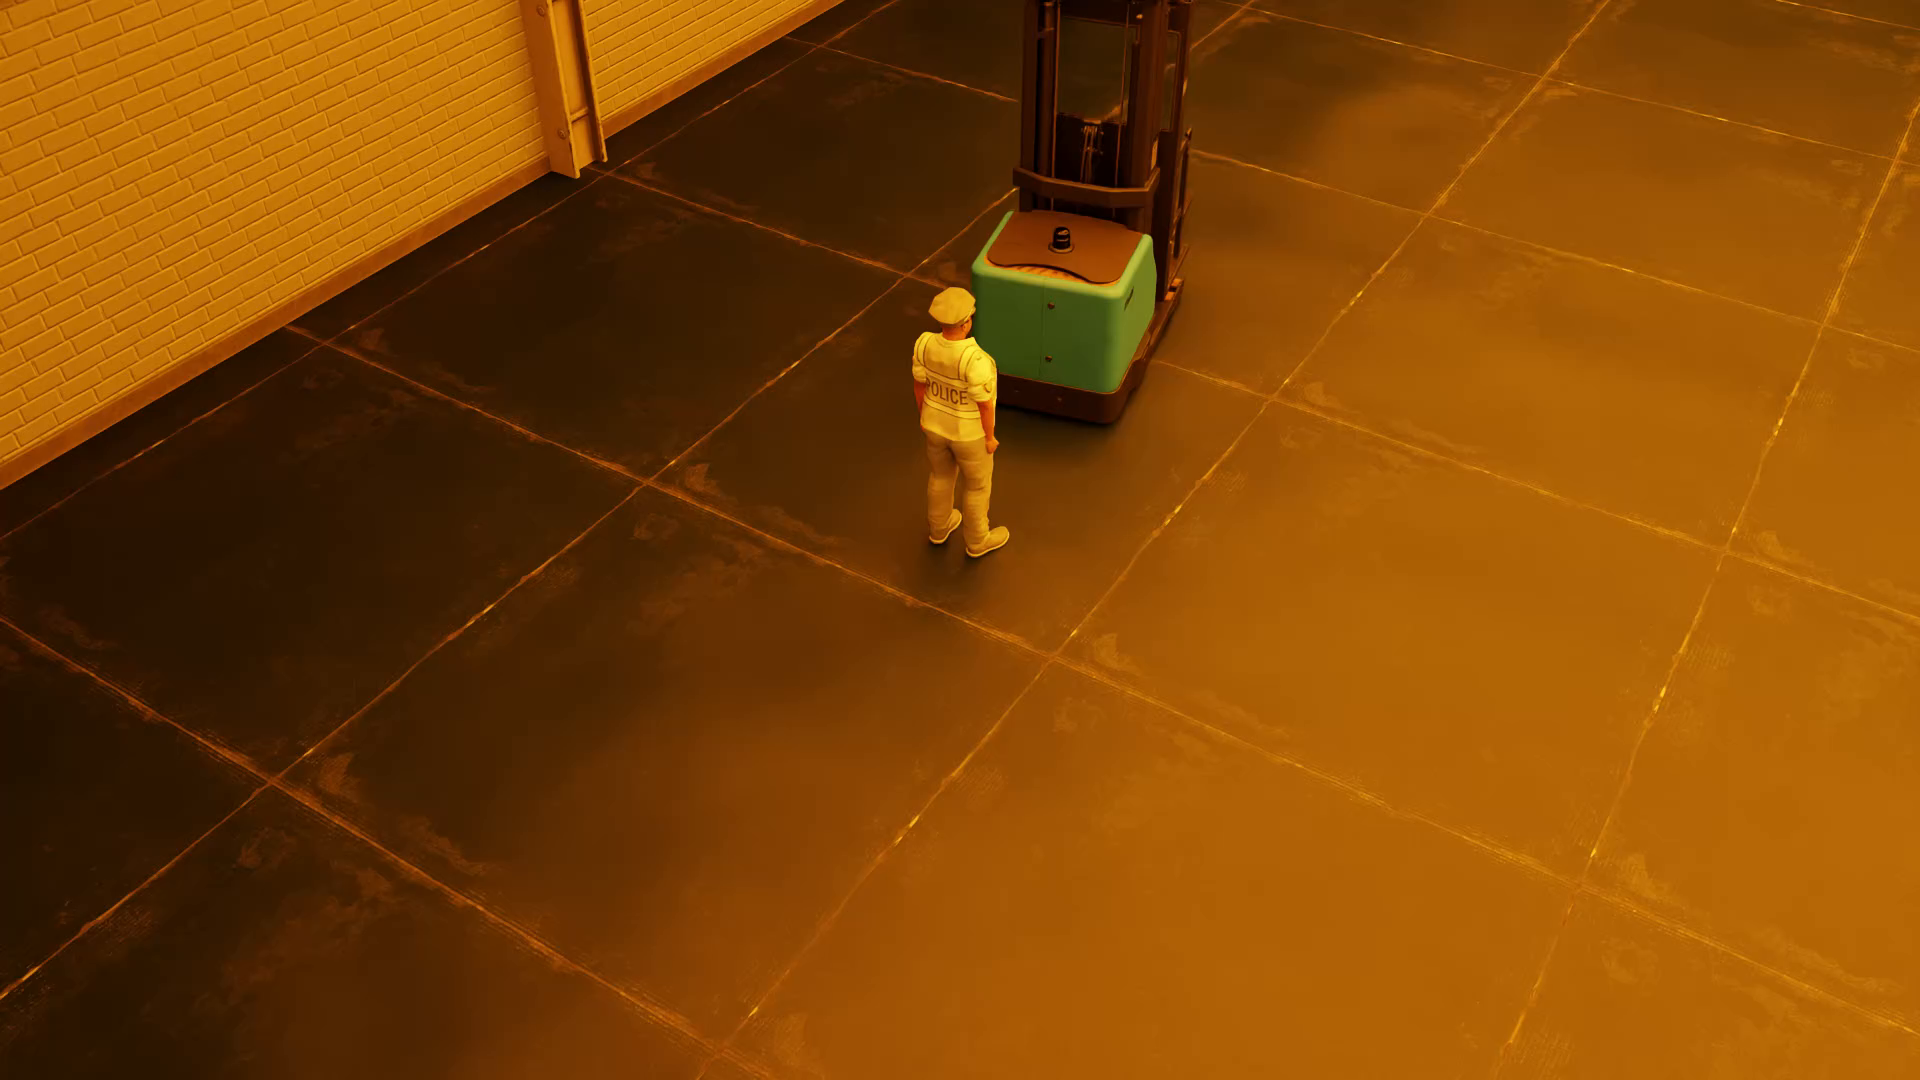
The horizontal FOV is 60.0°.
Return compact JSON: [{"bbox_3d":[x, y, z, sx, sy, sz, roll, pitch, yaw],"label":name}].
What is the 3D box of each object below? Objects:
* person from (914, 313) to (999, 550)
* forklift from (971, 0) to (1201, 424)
[{"bbox_3d":[-42230.981,-17314.812,20441.195,100014.149,2.668,24.954,22,45,24],"label":"person"},{"bbox_3d":[1.024,-2.852,11.333,1.130,2.935,3.031,13,42,15],"label":"forklift"}]
